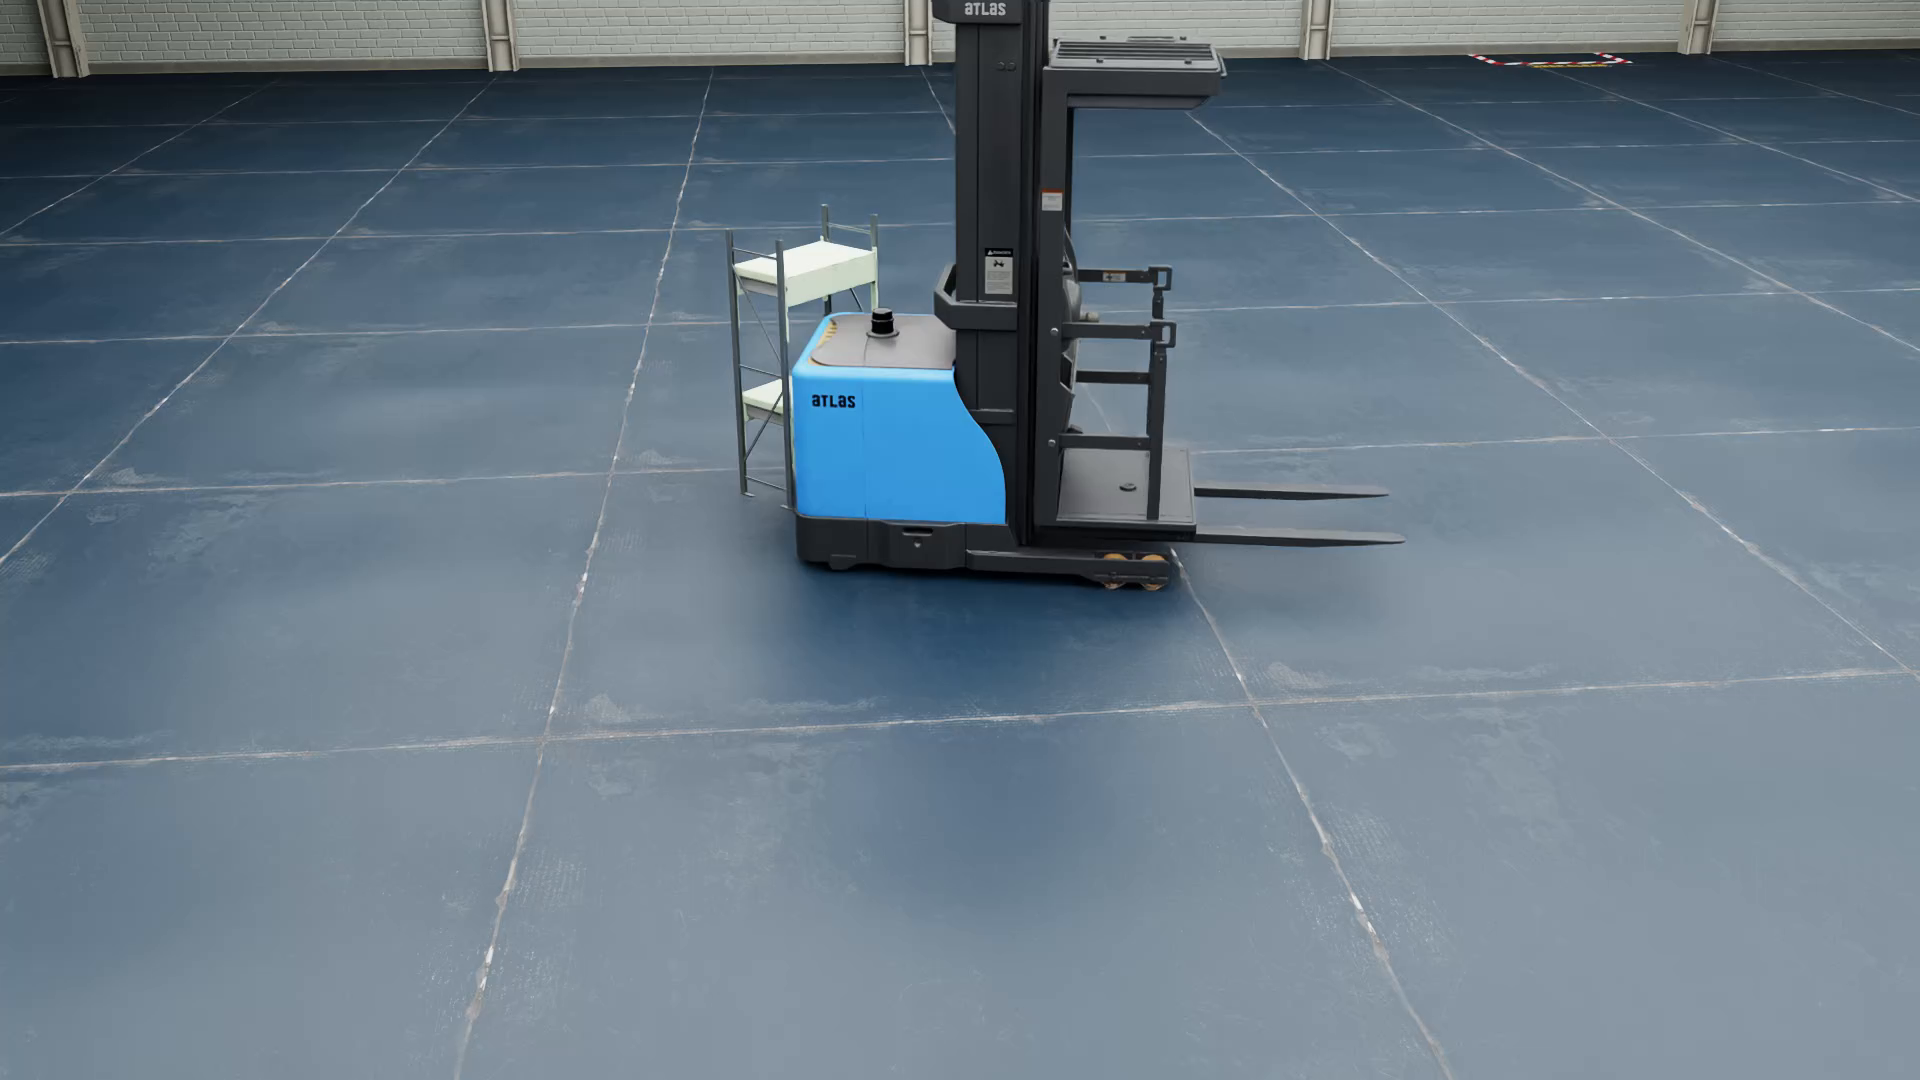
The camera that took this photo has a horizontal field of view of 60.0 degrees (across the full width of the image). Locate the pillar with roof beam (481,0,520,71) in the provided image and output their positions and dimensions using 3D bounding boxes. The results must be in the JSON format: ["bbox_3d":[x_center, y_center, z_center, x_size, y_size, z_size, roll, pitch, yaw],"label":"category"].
[{"bbox_3d":[-6.169,-9.178,18.321,0.400,9.000,9.100,-2,24,-5],"label":"pillar with roof beam"}]

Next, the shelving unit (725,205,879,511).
[{"bbox_3d":[-0.839,-1.014,9.184,0.431,1.500,0.755,18,30,35],"label":"shelving unit"}]

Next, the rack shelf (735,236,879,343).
[{"bbox_3d":[-0.839,-1.370,9.026,0.431,0.370,0.720,18,30,35],"label":"rack shelf"}]

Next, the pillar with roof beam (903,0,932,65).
[{"bbox_3d":[-0.198,-9.418,18.859,0.400,9.000,9.100,-2,24,-5],"label":"pillar with roof beam"}]

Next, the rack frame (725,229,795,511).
[{"bbox_3d":[-1.069,-0.898,8.924,0.400,1.500,0.023,18,30,35],"label":"rack frame"}]

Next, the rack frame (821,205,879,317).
[{"bbox_3d":[-0.610,-1.130,9.445,0.400,1.500,0.023,18,30,35],"label":"rack frame"}]

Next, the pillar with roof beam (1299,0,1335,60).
[{"bbox_3d":[5.773,-9.657,19.398,0.400,9.000,9.100,-2,24,-5],"label":"pillar with roof beam"}]

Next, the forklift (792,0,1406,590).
[{"bbox_3d":[0.721,-1.323,8.117,3.031,2.935,1.130,2,24,5],"label":"forklift"}]

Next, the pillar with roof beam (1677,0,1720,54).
[{"bbox_3d":[11.744,-9.897,19.937,0.400,9.000,9.100,-2,24,-5],"label":"pillar with roof beam"}]

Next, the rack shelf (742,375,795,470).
[{"bbox_3d":[-0.839,-0.716,9.317,0.431,0.370,0.720,18,30,35],"label":"rack shelf"}]

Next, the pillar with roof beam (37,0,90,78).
[{"bbox_3d":[-12.140,-8.939,17.782,0.400,9.000,9.100,-2,24,-5],"label":"pillar with roof beam"}]
